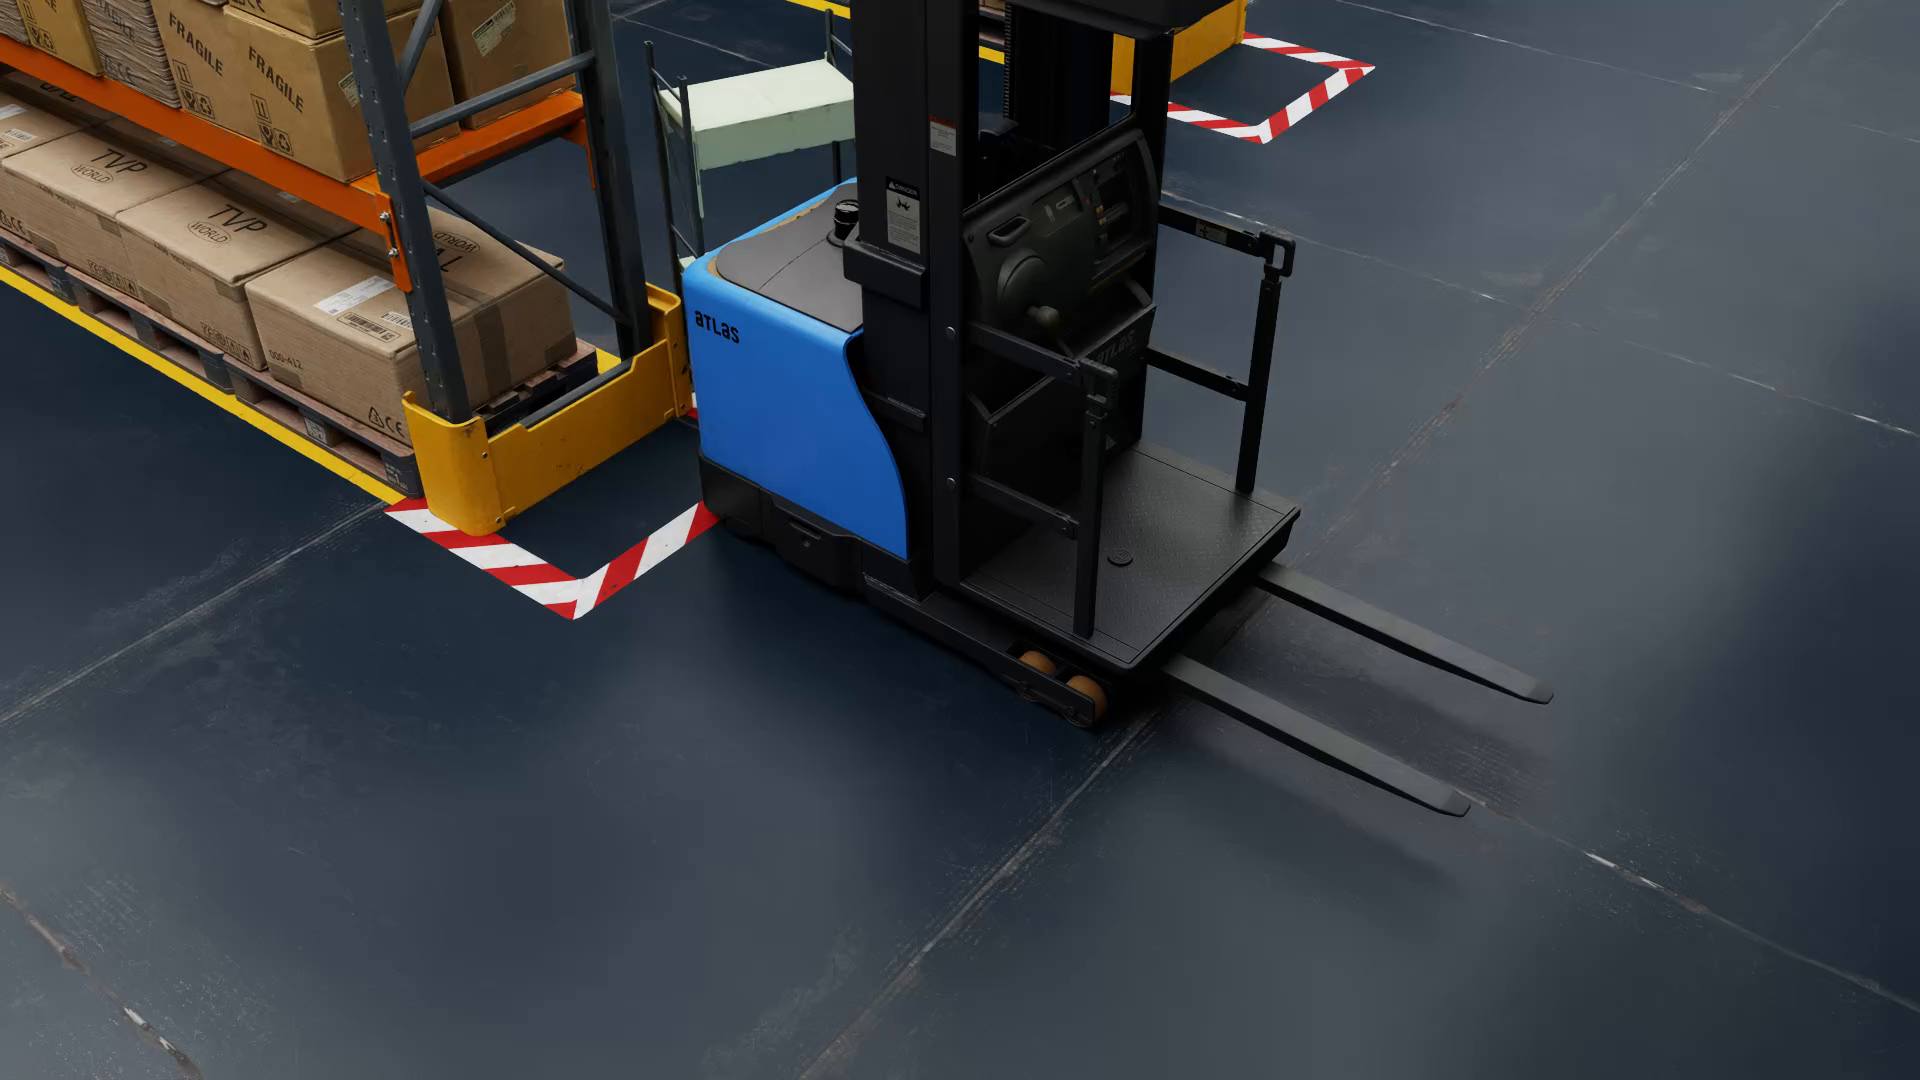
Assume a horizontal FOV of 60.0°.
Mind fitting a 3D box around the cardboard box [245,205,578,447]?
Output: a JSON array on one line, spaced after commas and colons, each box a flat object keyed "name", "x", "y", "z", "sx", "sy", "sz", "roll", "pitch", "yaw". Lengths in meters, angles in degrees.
[{"name": "cardboard box", "x": -2.188, "y": -0.890, "z": 6.692, "sx": 0.875, "sy": 0.438, "sz": 0.875, "roll": 24, "pitch": 44, "yaw": 27}]

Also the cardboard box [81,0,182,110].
[{"name": "cardboard box", "x": -2.951, "y": -2.009, "z": 6.302, "sx": 0.500, "sy": 0.500, "sz": 0.500, "roll": 27, "pitch": 45, "yaw": 30}]

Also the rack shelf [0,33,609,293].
[{"name": "rack shelf", "x": -3.191, "y": -2.001, "z": 6.957, "sx": 4.000, "sy": 0.370, "sz": 1.077, "roll": 25, "pitch": 45, "yaw": 29}]

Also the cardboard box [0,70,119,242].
[{"name": "cardboard box", "x": -4.346, "y": -1.903, "z": 7.985, "sx": 0.875, "sy": 0.438, "sz": 0.875, "roll": 25, "pitch": 44, "yaw": 28}]

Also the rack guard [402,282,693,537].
[{"name": "rack guard", "x": -1.584, "y": -0.542, "z": 6.537, "sx": 0.348, "sy": 0.500, "sz": 1.175, "roll": 25, "pitch": 45, "yaw": 29}]

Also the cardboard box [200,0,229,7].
[{"name": "cardboard box", "x": -2.563, "y": -2.214, "z": 5.753, "sx": 0.500, "sy": 0.500, "sz": 0.500, "roll": 25, "pitch": 45, "yaw": 29}]

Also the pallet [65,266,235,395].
[{"name": "pallet", "x": -3.250, "y": -1.156, "z": 7.555, "sx": 1.213, "sy": 0.211, "sz": 1.003, "roll": 25, "pitch": 45, "yaw": 29}]

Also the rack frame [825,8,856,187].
[{"name": "rack frame", "x": -0.423, "y": -1.363, "z": 6.775, "sx": 0.023, "sy": 1.500, "sz": 0.400, "roll": -18, "pitch": 41, "yaw": -21}]

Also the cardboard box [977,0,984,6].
[{"name": "cardboard box", "x": 0.152, "y": -3.409, "z": 10.143, "sx": 0.250, "sy": 0.149, "sz": 0.380, "roll": 26, "pitch": 45, "yaw": 29}]

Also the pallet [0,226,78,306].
[{"name": "pallet", "x": -4.224, "y": -1.613, "z": 8.139, "sx": 1.213, "sy": 0.211, "sz": 1.003, "roll": 25, "pitch": 45, "yaw": 29}]

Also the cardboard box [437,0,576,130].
[{"name": "cardboard box", "x": -1.810, "y": -1.895, "z": 6.157, "sx": 0.500, "sy": 0.500, "sz": 0.500, "roll": 25, "pitch": 44, "yaw": 28}]

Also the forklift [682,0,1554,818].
[{"name": "forklift", "x": 0.492, "y": -0.912, "z": 5.038, "sx": 3.031, "sy": 2.935, "sz": 1.130, "roll": 26, "pitch": 45, "yaw": 29}]

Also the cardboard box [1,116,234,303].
[{"name": "cardboard box", "x": -3.635, "y": -1.568, "z": 7.557, "sx": 0.875, "sy": 0.438, "sz": 0.875, "roll": 24, "pitch": 44, "yaw": 27}]

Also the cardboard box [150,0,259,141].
[{"name": "cardboard box", "x": -2.536, "y": -1.821, "z": 6.062, "sx": 0.500, "sy": 0.500, "sz": 0.500, "roll": 24, "pitch": 44, "yaw": 28}]

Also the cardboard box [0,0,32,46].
[{"name": "cardboard box", "x": -3.778, "y": -2.389, "z": 6.787, "sx": 0.500, "sy": 0.500, "sz": 0.500, "roll": 26, "pitch": 45, "yaw": 29}]

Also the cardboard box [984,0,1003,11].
[{"name": "cardboard box", "x": 0.356, "y": -3.323, "z": 10.033, "sx": 0.250, "sy": 0.149, "sz": 0.380, "roll": 25, "pitch": 44, "yaw": 28}]

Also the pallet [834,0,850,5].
[{"name": "pallet", "x": -0.325, "y": -3.707, "z": 10.813, "sx": 1.213, "sy": 0.211, "sz": 1.003, "roll": 25, "pitch": 45, "yaw": 29}]

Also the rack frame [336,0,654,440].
[{"name": "rack frame", "x": -1.603, "y": -1.536, "z": 5.778, "sx": 0.127, "sy": 3.000, "sz": 1.000, "roll": 25, "pitch": 45, "yaw": 29}]

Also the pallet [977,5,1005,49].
[{"name": "pallet", "x": 0.640, "y": -3.249, "z": 10.229, "sx": 1.213, "sy": 0.211, "sz": 1.003, "roll": 25, "pitch": 45, "yaw": 29}]

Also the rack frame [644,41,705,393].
[{"name": "rack frame", "x": -1.073, "y": -1.156, "z": 6.510, "sx": 0.023, "sy": 1.500, "sz": 0.400, "roll": -18, "pitch": 41, "yaw": -21}]

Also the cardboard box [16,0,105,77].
[{"name": "cardboard box", "x": -3.369, "y": -2.196, "z": 6.541, "sx": 0.500, "sy": 0.500, "sz": 0.500, "roll": 27, "pitch": 45, "yaw": 30}]

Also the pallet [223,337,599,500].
[{"name": "pallet", "x": -2.285, "y": -0.699, "z": 6.971, "sx": 1.213, "sy": 0.211, "sz": 1.003, "roll": 25, "pitch": 45, "yaw": 29}]

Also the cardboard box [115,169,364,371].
[{"name": "cardboard box", "x": -2.920, "y": -1.229, "z": 7.124, "sx": 0.875, "sy": 0.438, "sz": 0.875, "roll": 27, "pitch": 45, "yaw": 30}]

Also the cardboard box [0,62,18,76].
[{"name": "cardboard box", "x": -5.321, "y": -2.556, "z": 8.464, "sx": 0.875, "sy": 0.875, "sz": 0.875, "roll": 27, "pitch": 45, "yaw": 30}]

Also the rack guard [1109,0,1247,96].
[{"name": "rack guard", "x": 1.264, "y": -3.042, "z": 9.729, "sx": 0.348, "sy": 0.500, "sz": 1.175, "roll": 25, "pitch": 45, "yaw": 29}]

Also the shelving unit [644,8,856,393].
[{"name": "shelving unit", "x": -0.748, "y": -1.260, "z": 6.642, "sx": 0.755, "sy": 1.500, "sz": 0.431, "roll": -18, "pitch": 41, "yaw": -21}]

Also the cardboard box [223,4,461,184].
[{"name": "cardboard box", "x": -2.147, "y": -1.626, "z": 5.813, "sx": 0.500, "sy": 0.500, "sz": 0.500, "roll": 26, "pitch": 45, "yaw": 29}]

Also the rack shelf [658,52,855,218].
[{"name": "rack shelf", "x": -0.748, "y": -1.567, "z": 6.402, "sx": 0.720, "sy": 0.370, "sz": 0.431, "roll": -18, "pitch": 41, "yaw": -21}]

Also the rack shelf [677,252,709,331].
[{"name": "rack shelf", "x": -0.748, "y": -1.003, "z": 6.843, "sx": 0.720, "sy": 0.370, "sz": 0.431, "roll": -18, "pitch": 41, "yaw": -21}]

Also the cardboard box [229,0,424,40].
[{"name": "cardboard box", "x": -2.130, "y": -2.033, "z": 5.521, "sx": 0.500, "sy": 0.500, "sz": 0.500, "roll": 27, "pitch": 45, "yaw": 30}]
